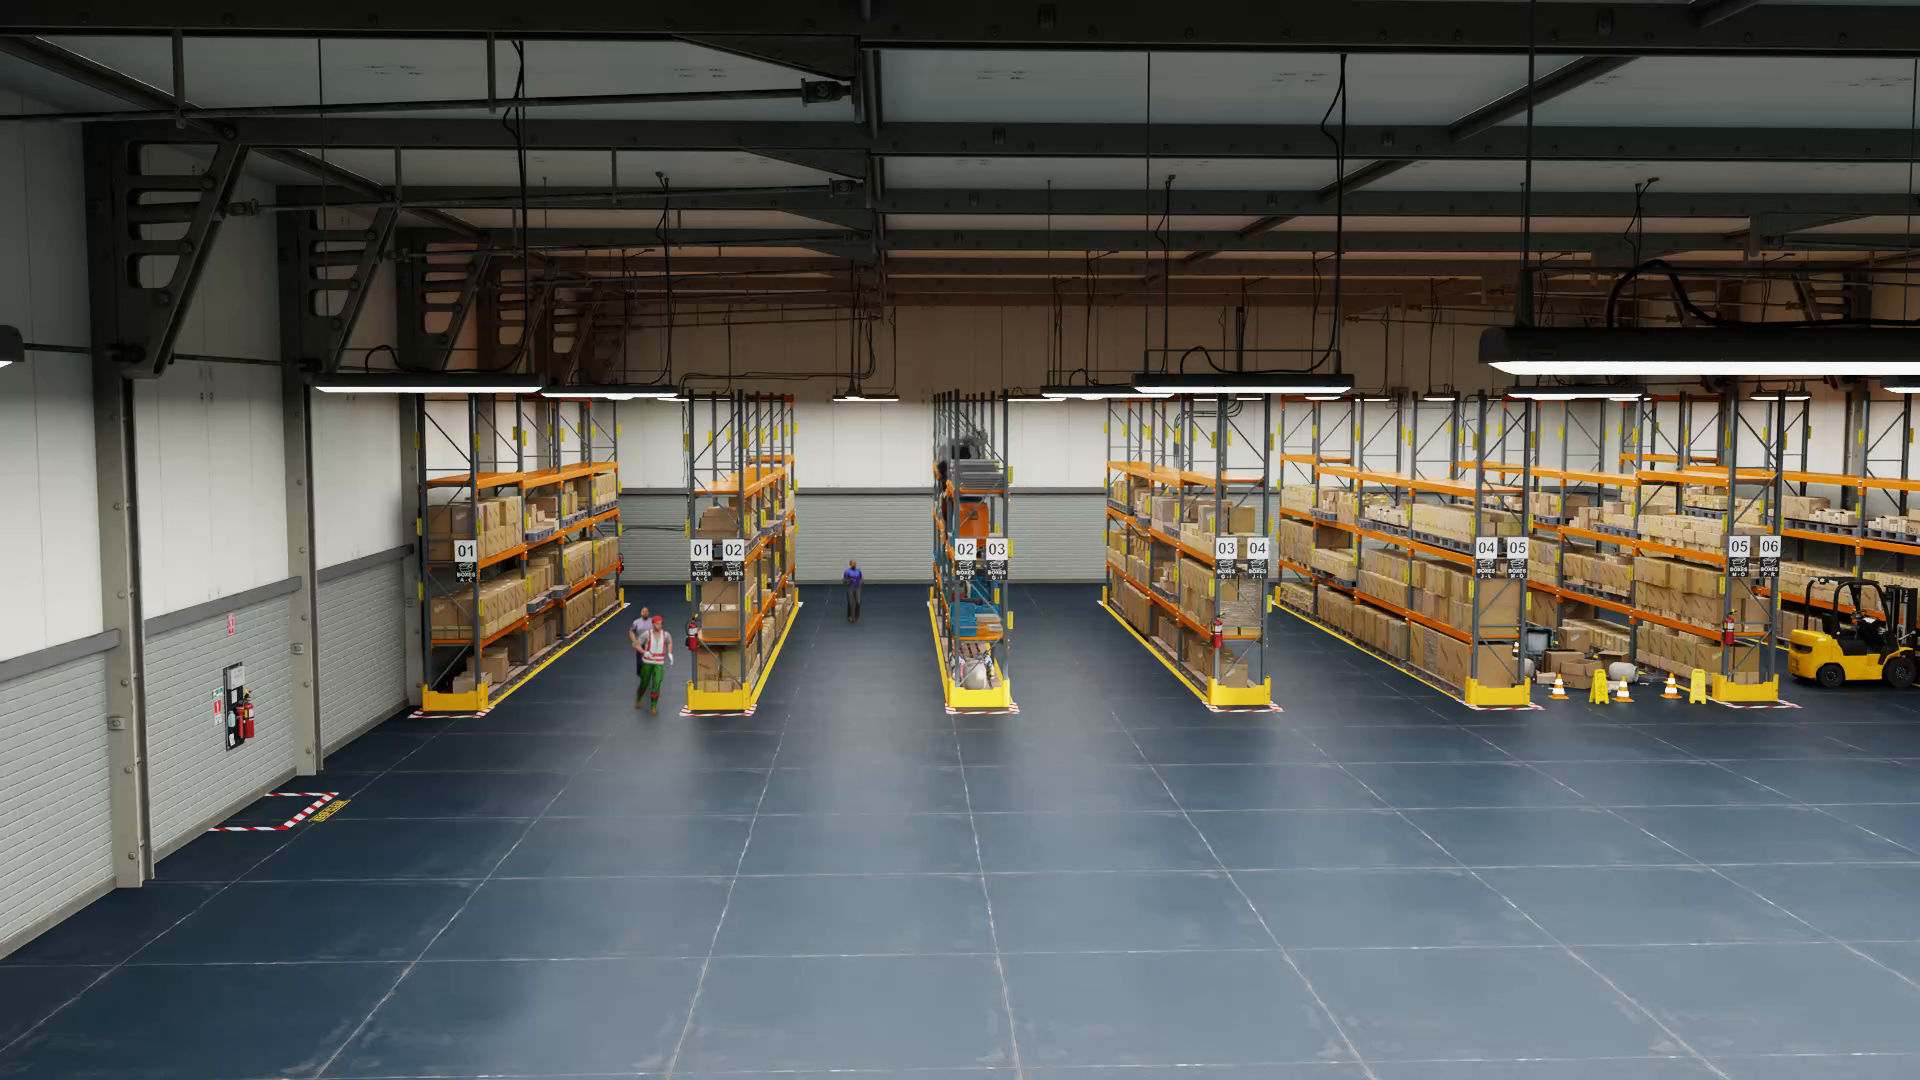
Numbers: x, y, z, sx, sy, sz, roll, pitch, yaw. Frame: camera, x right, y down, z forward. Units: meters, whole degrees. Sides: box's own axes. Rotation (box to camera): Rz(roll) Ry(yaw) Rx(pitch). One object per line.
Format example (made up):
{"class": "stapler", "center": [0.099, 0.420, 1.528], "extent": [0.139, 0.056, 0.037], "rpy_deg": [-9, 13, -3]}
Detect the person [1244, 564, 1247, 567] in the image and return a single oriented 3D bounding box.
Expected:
{"class": "person", "center": [8.046, 1.210, 45.798], "extent": [0.658, 1.648, 1.091], "rpy_deg": [0, 5, 3]}

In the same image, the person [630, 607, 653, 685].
{"class": "person", "center": [-6.422, 2.161, 33.943], "extent": [0.607, 1.593, 0.551], "rpy_deg": [-1, 5, -14]}

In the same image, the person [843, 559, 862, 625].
{"class": "person", "center": [-2.790, 1.360, 43.399], "extent": [0.534, 1.715, 0.722], "rpy_deg": [-1, 5, -15]}

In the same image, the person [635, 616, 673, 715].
{"class": "person", "center": [-5.666, 2.293, 30.918], "extent": [0.715, 1.782, 0.925], "rpy_deg": [-2, 5, -22]}

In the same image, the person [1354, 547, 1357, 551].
{"class": "person", "center": [11.210, 1.012, 47.134], "extent": [0.659, 1.637, 0.649], "rpy_deg": [0, 5, 3]}
